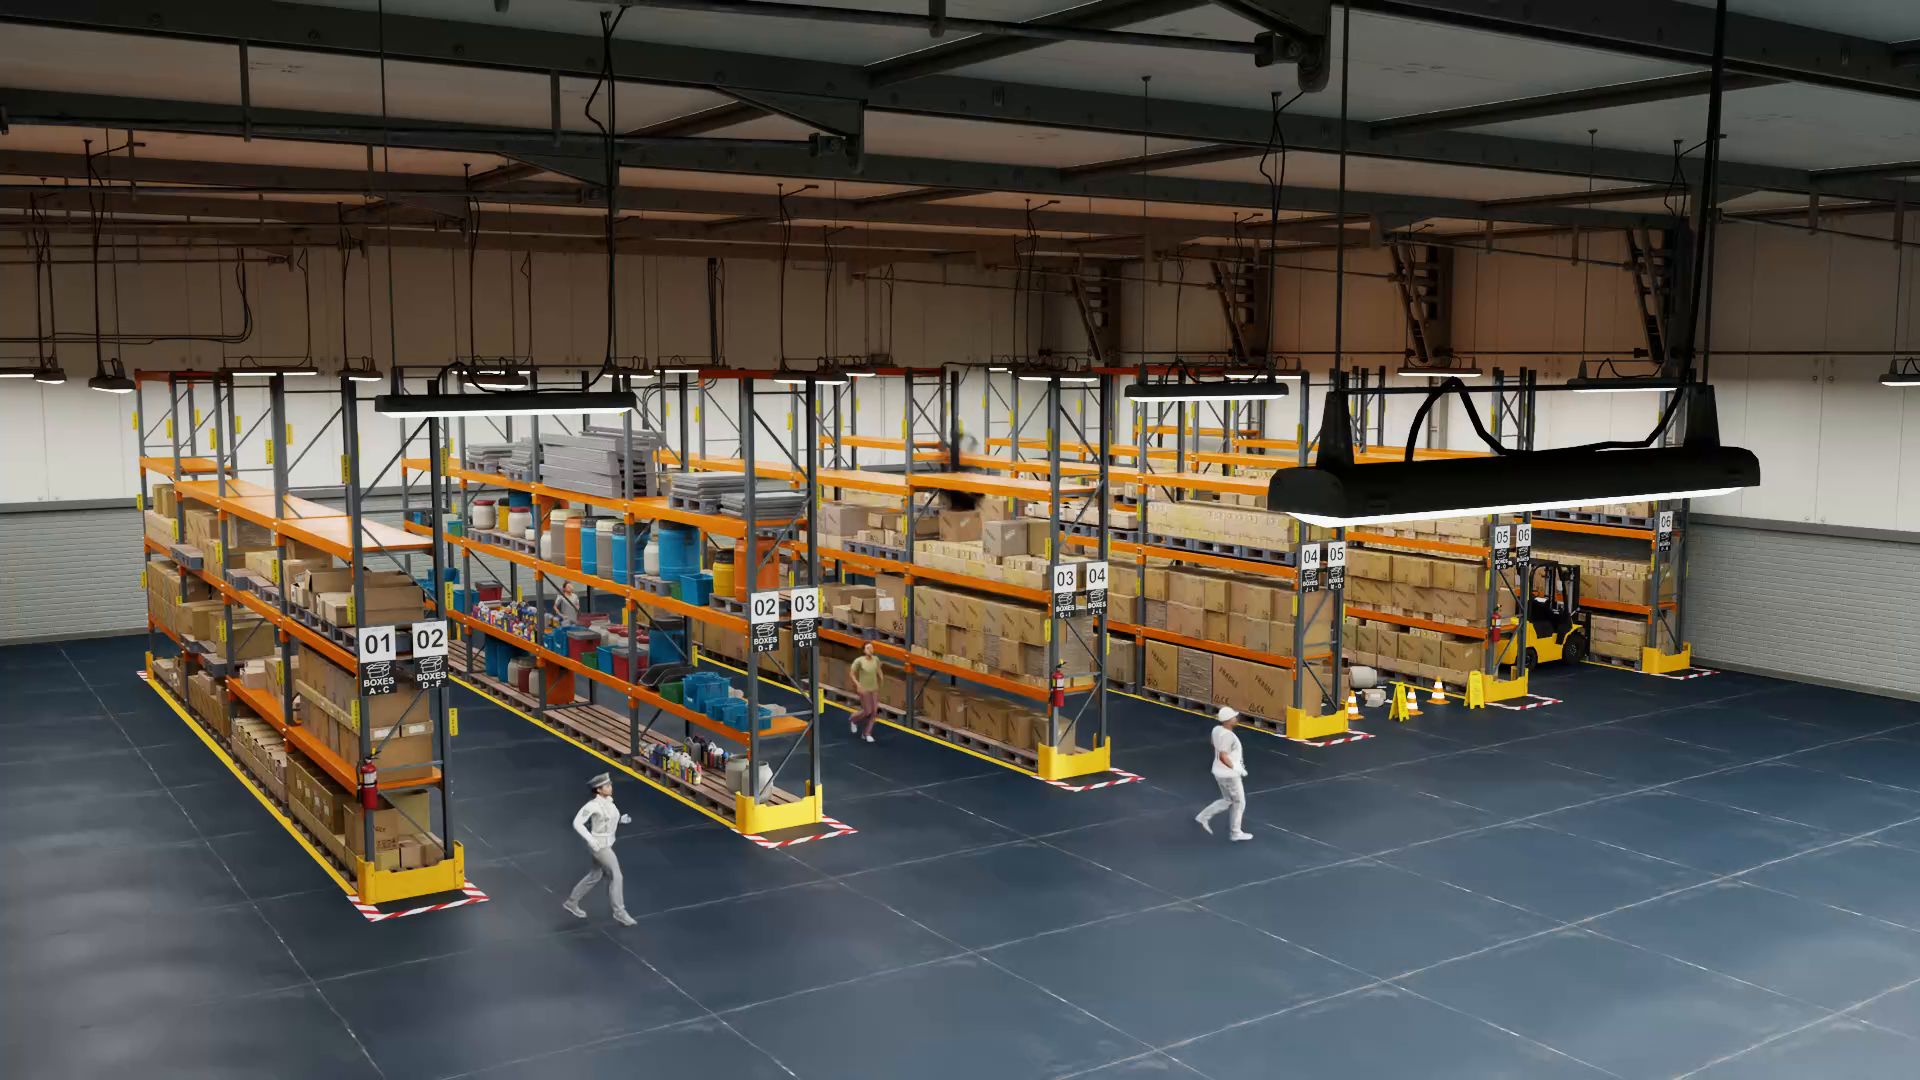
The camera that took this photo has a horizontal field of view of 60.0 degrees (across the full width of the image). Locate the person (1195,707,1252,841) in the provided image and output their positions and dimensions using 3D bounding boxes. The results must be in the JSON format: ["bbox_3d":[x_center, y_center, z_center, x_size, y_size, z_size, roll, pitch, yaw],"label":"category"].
[{"bbox_3d":[3.437,3.030,21.548,0.751,1.761,0.712,-1,6,-6],"label":"person"}]

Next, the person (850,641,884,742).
[{"bbox_3d":[-1.514,2.459,27.237,0.574,1.639,0.585,-4,8,-33],"label":"person"}]

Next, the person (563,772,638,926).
[{"bbox_3d":[-4.002,3.415,18.452,0.840,1.736,0.590,0,6,0],"label":"person"}]

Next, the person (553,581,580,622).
[{"bbox_3d":[-8.077,1.658,34.219,0.581,1.648,0.696,-6,9,-43],"label":"person"}]
